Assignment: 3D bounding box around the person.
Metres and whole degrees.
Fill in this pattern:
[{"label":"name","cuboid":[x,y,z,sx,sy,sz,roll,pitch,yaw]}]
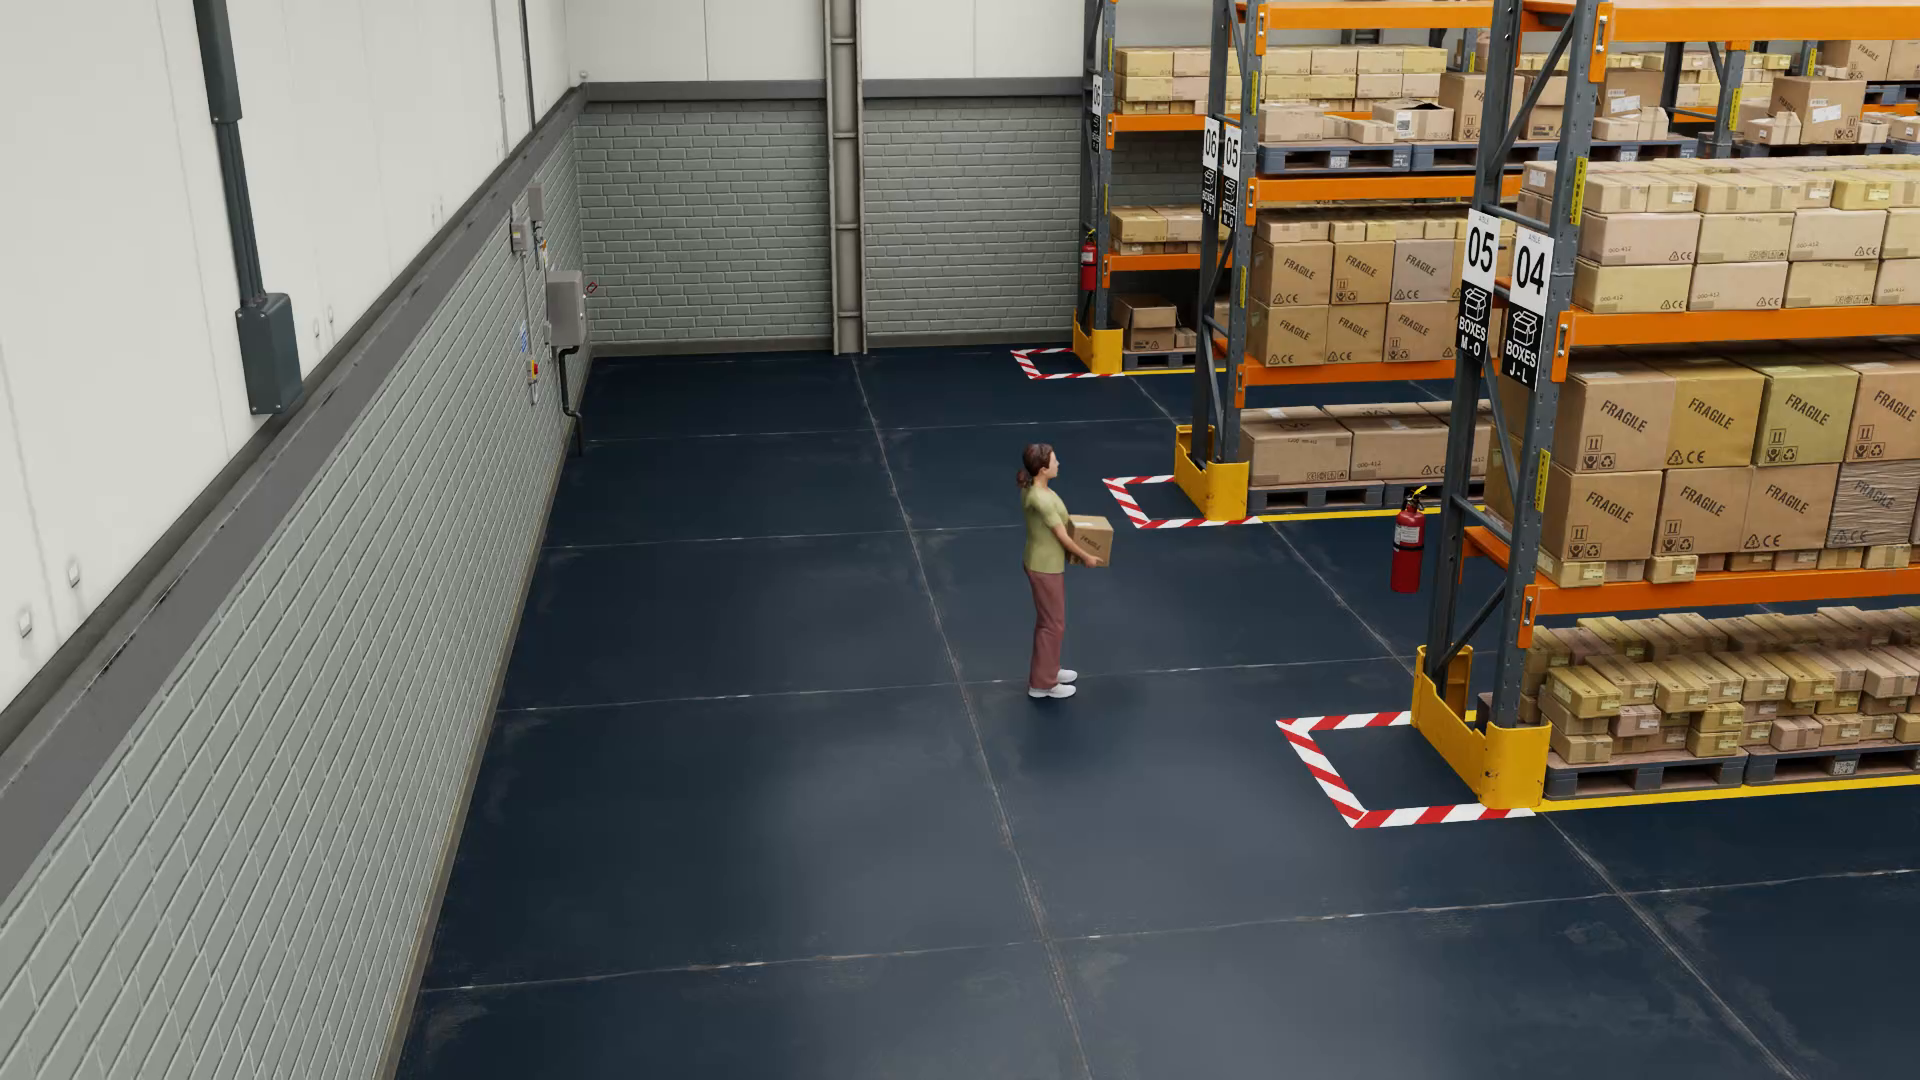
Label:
[{"label":"person","cuboid":[0.616,0.181,10.599,0.551,1.667,0.424,-3,20,-7]}]
